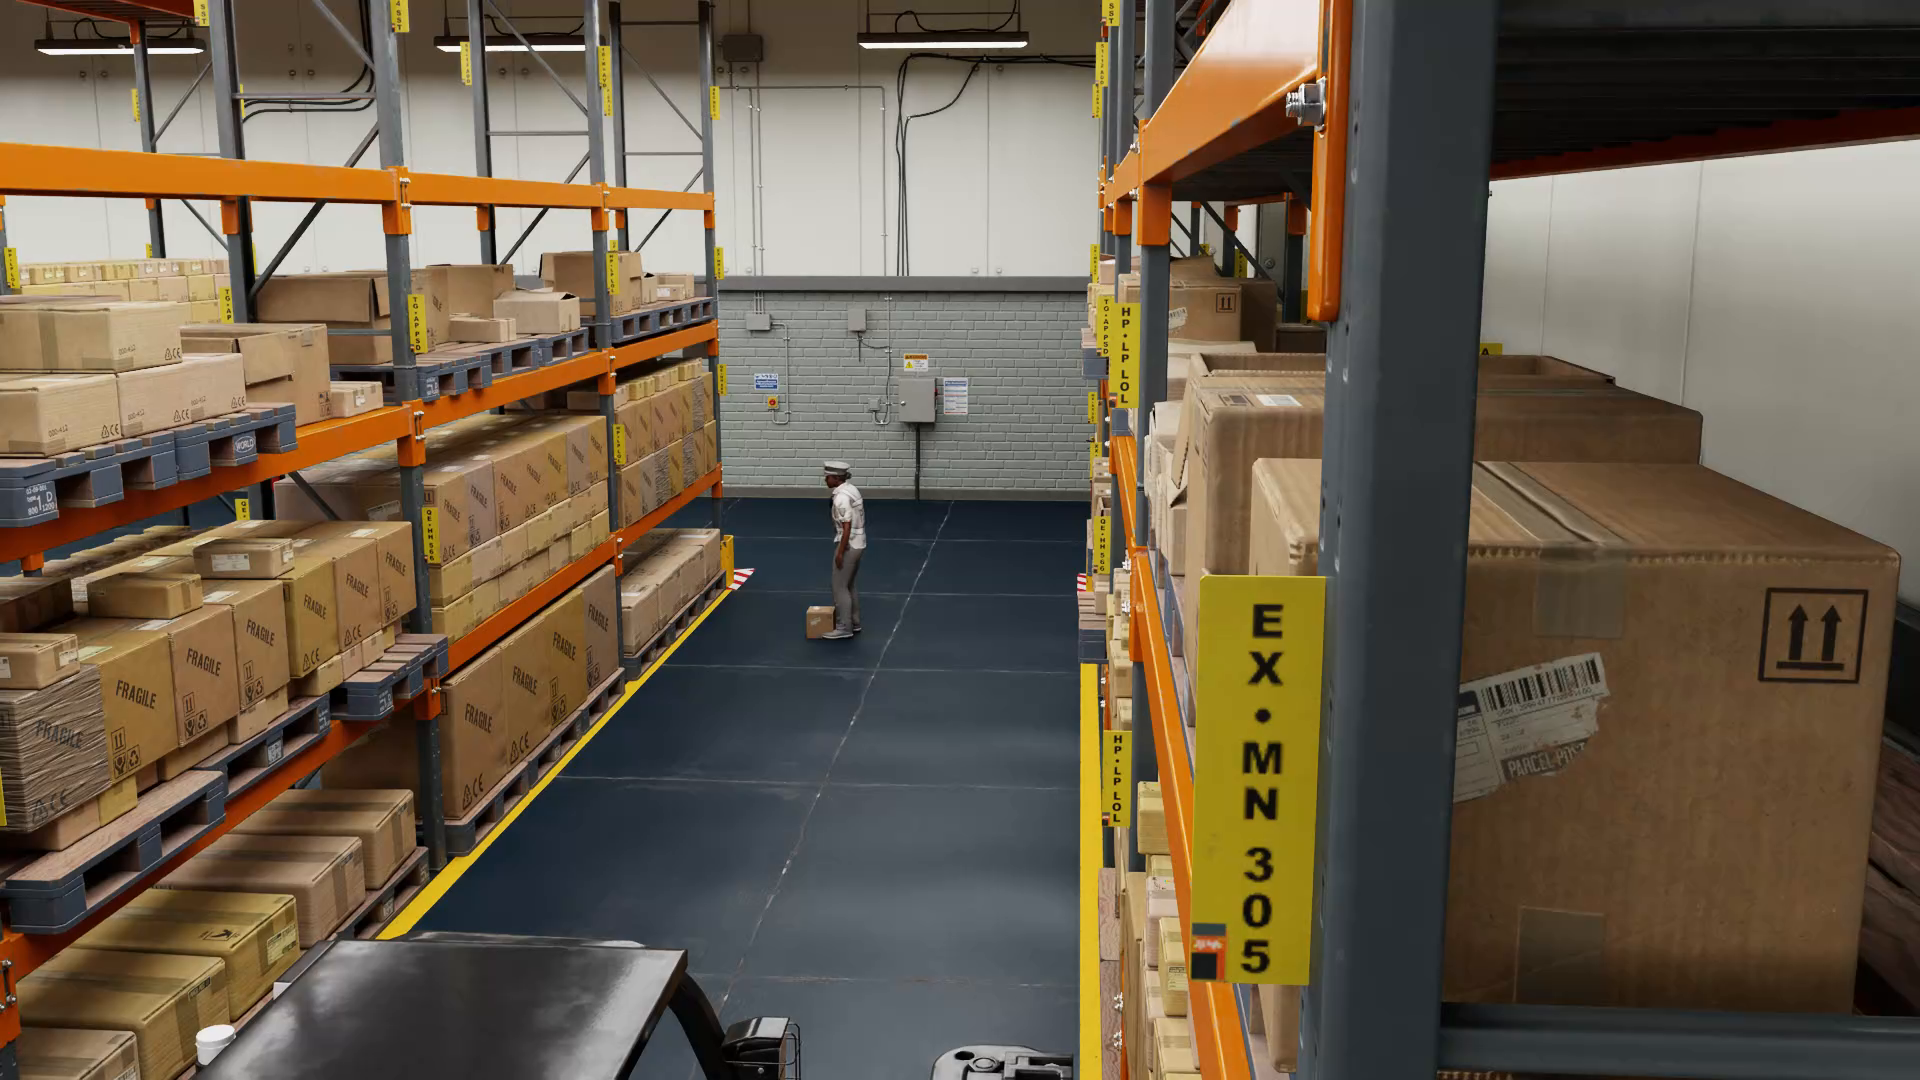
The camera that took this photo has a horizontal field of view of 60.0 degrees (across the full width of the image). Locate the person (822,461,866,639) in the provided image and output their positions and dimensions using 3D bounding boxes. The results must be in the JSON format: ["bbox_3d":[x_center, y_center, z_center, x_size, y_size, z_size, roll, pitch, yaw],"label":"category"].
[{"bbox_3d":[-1.080,0.085,15.493,0.417,1.657,0.515,1,11,3],"label":"person"}]
